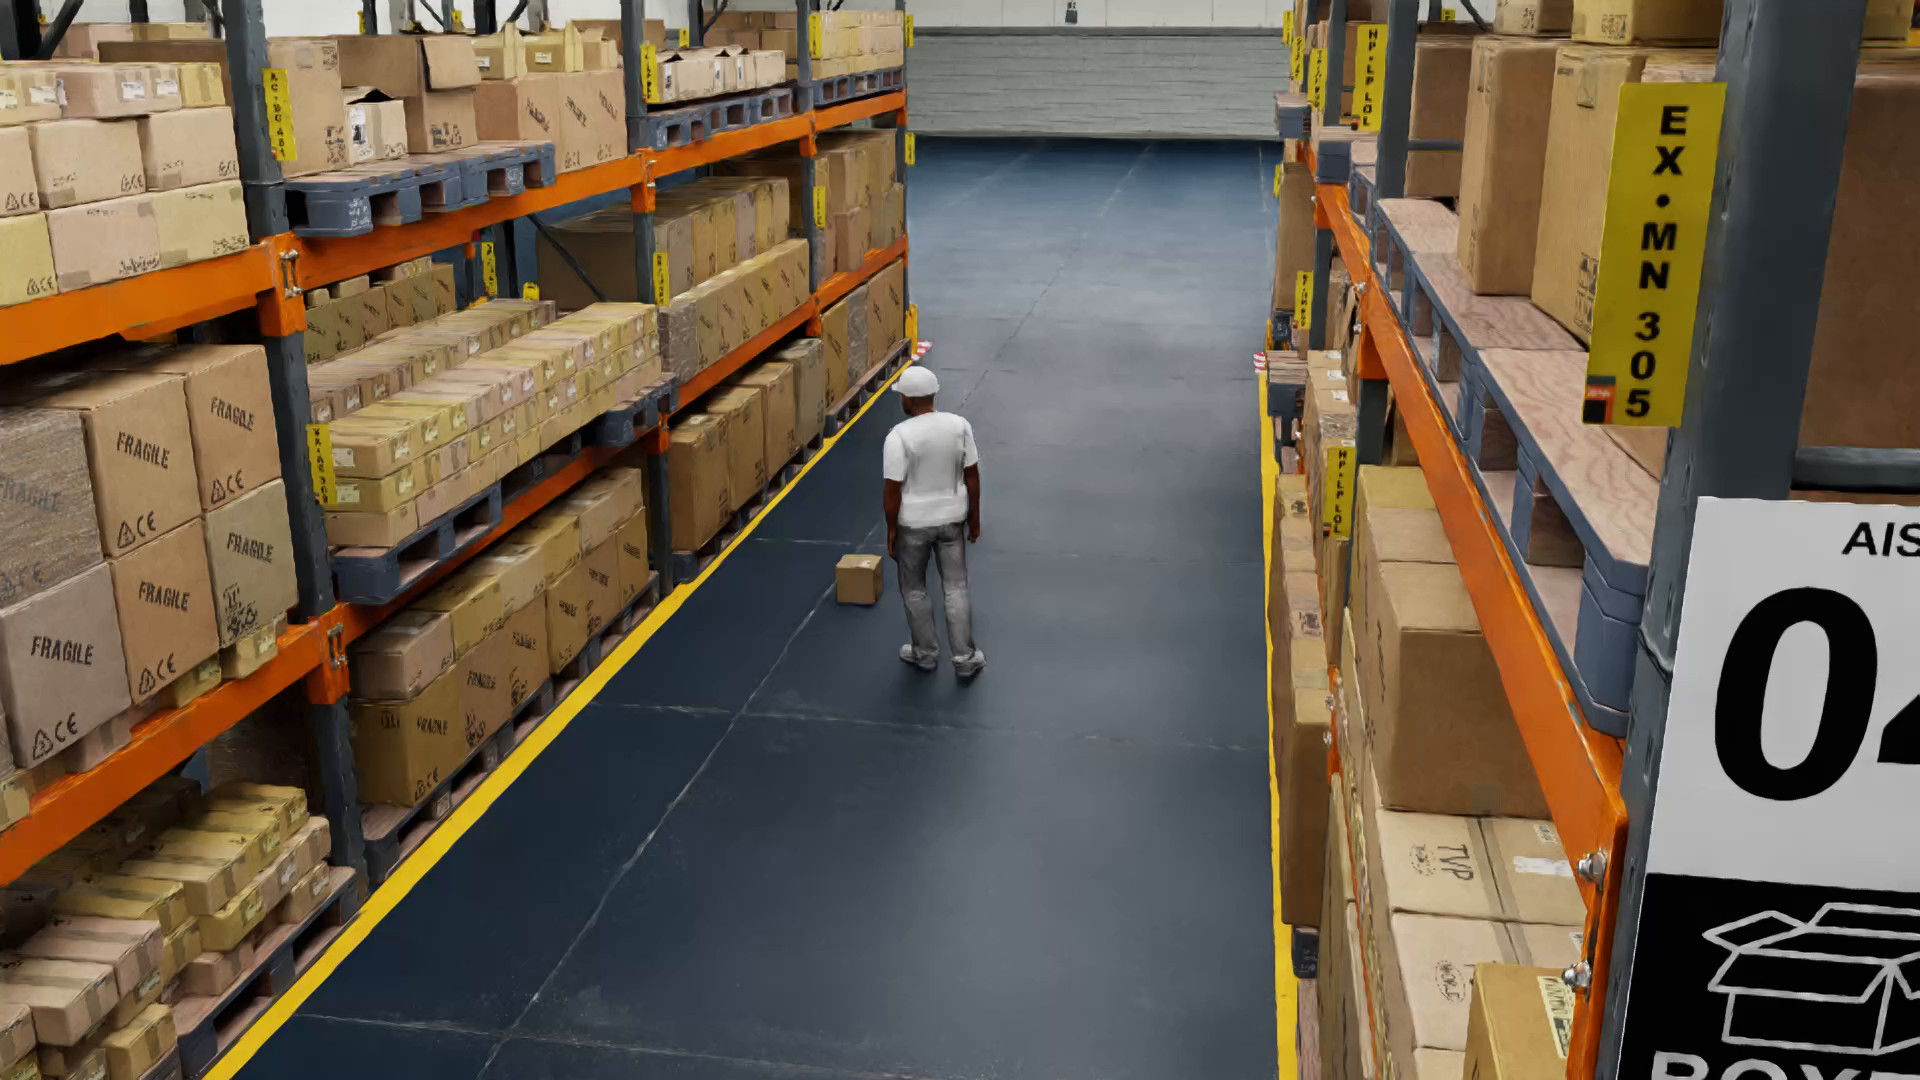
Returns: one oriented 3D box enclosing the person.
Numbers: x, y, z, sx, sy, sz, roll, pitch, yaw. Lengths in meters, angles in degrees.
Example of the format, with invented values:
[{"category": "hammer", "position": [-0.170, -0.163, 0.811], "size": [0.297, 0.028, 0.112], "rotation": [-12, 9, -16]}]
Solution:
[{"category": "person", "position": [-0.147, -0.099, 9.333], "size": [0.605, 1.754, 0.559], "rotation": [-7, 19, -21]}]
